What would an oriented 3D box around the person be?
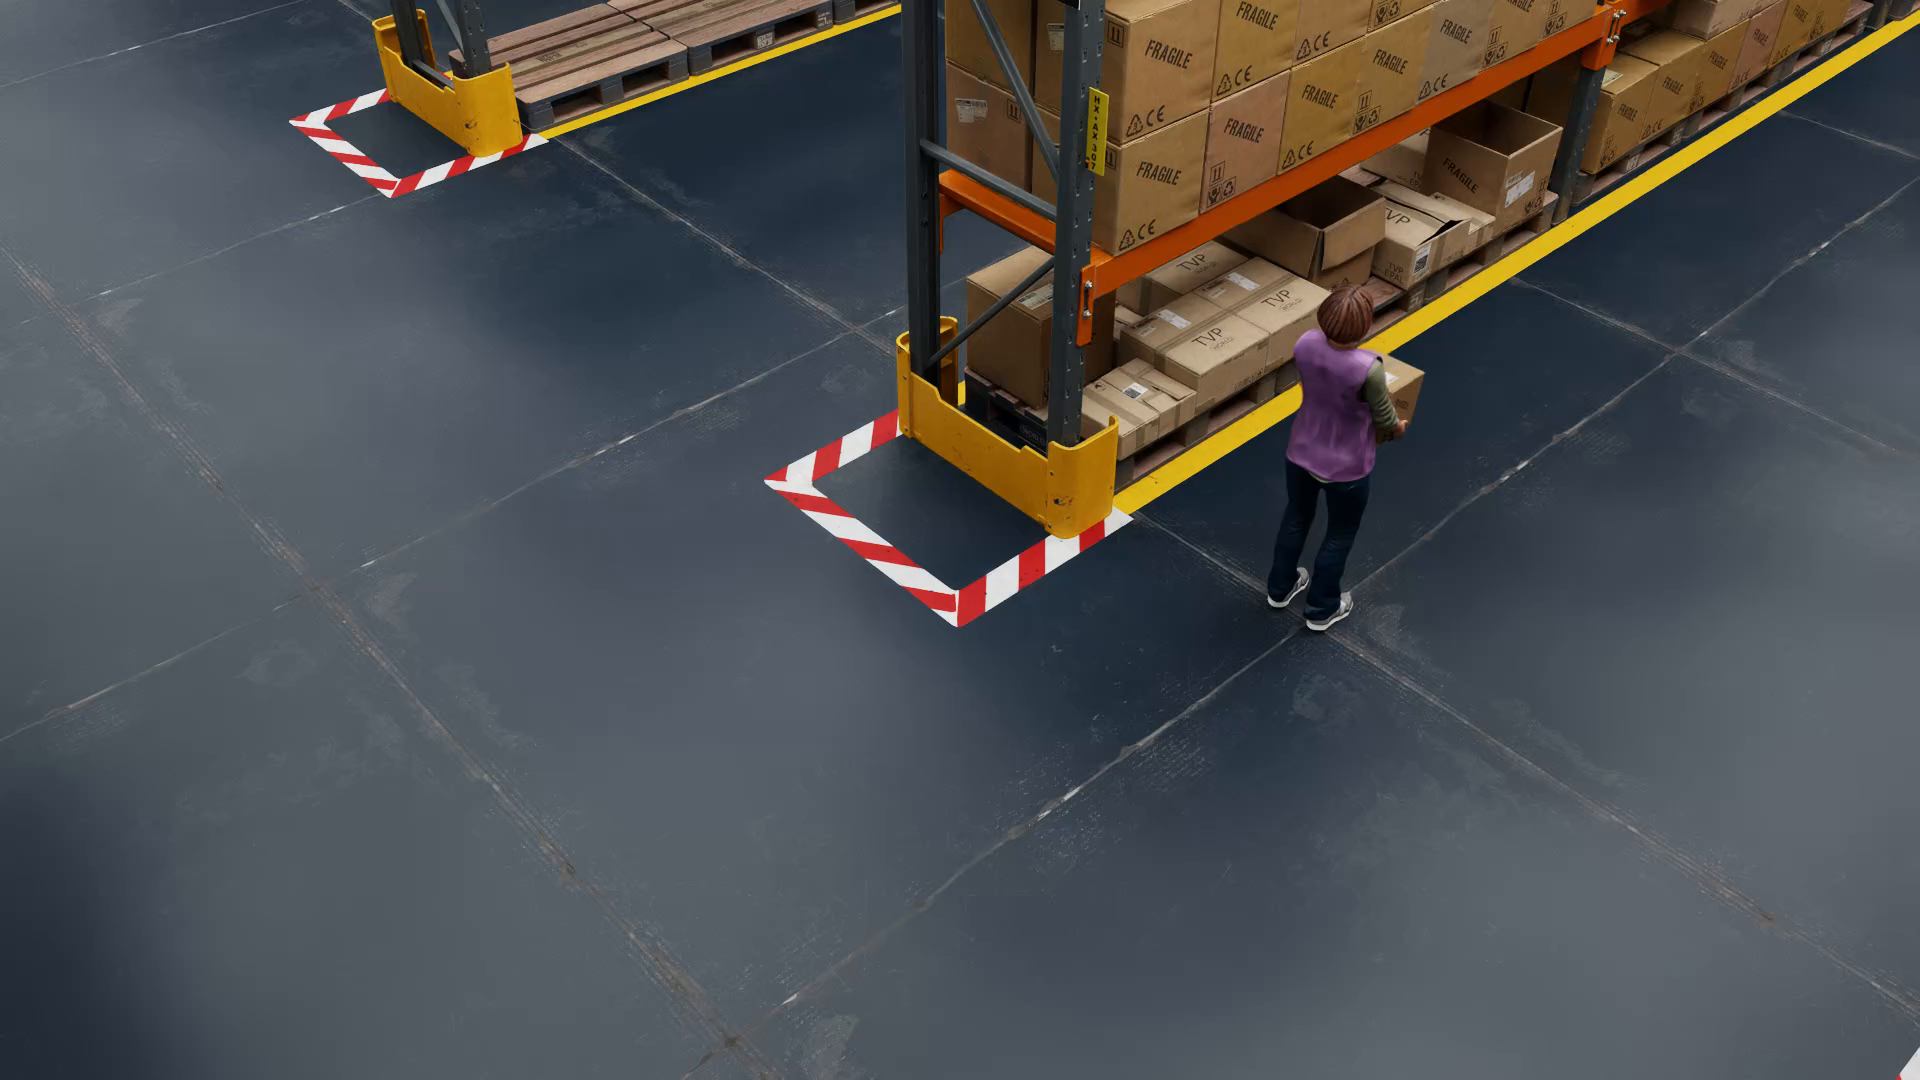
[{"bbox_3d":[1.509,-0.359,6.585,0.419,1.594,0.492,32,50,32],"label":"person"}]
